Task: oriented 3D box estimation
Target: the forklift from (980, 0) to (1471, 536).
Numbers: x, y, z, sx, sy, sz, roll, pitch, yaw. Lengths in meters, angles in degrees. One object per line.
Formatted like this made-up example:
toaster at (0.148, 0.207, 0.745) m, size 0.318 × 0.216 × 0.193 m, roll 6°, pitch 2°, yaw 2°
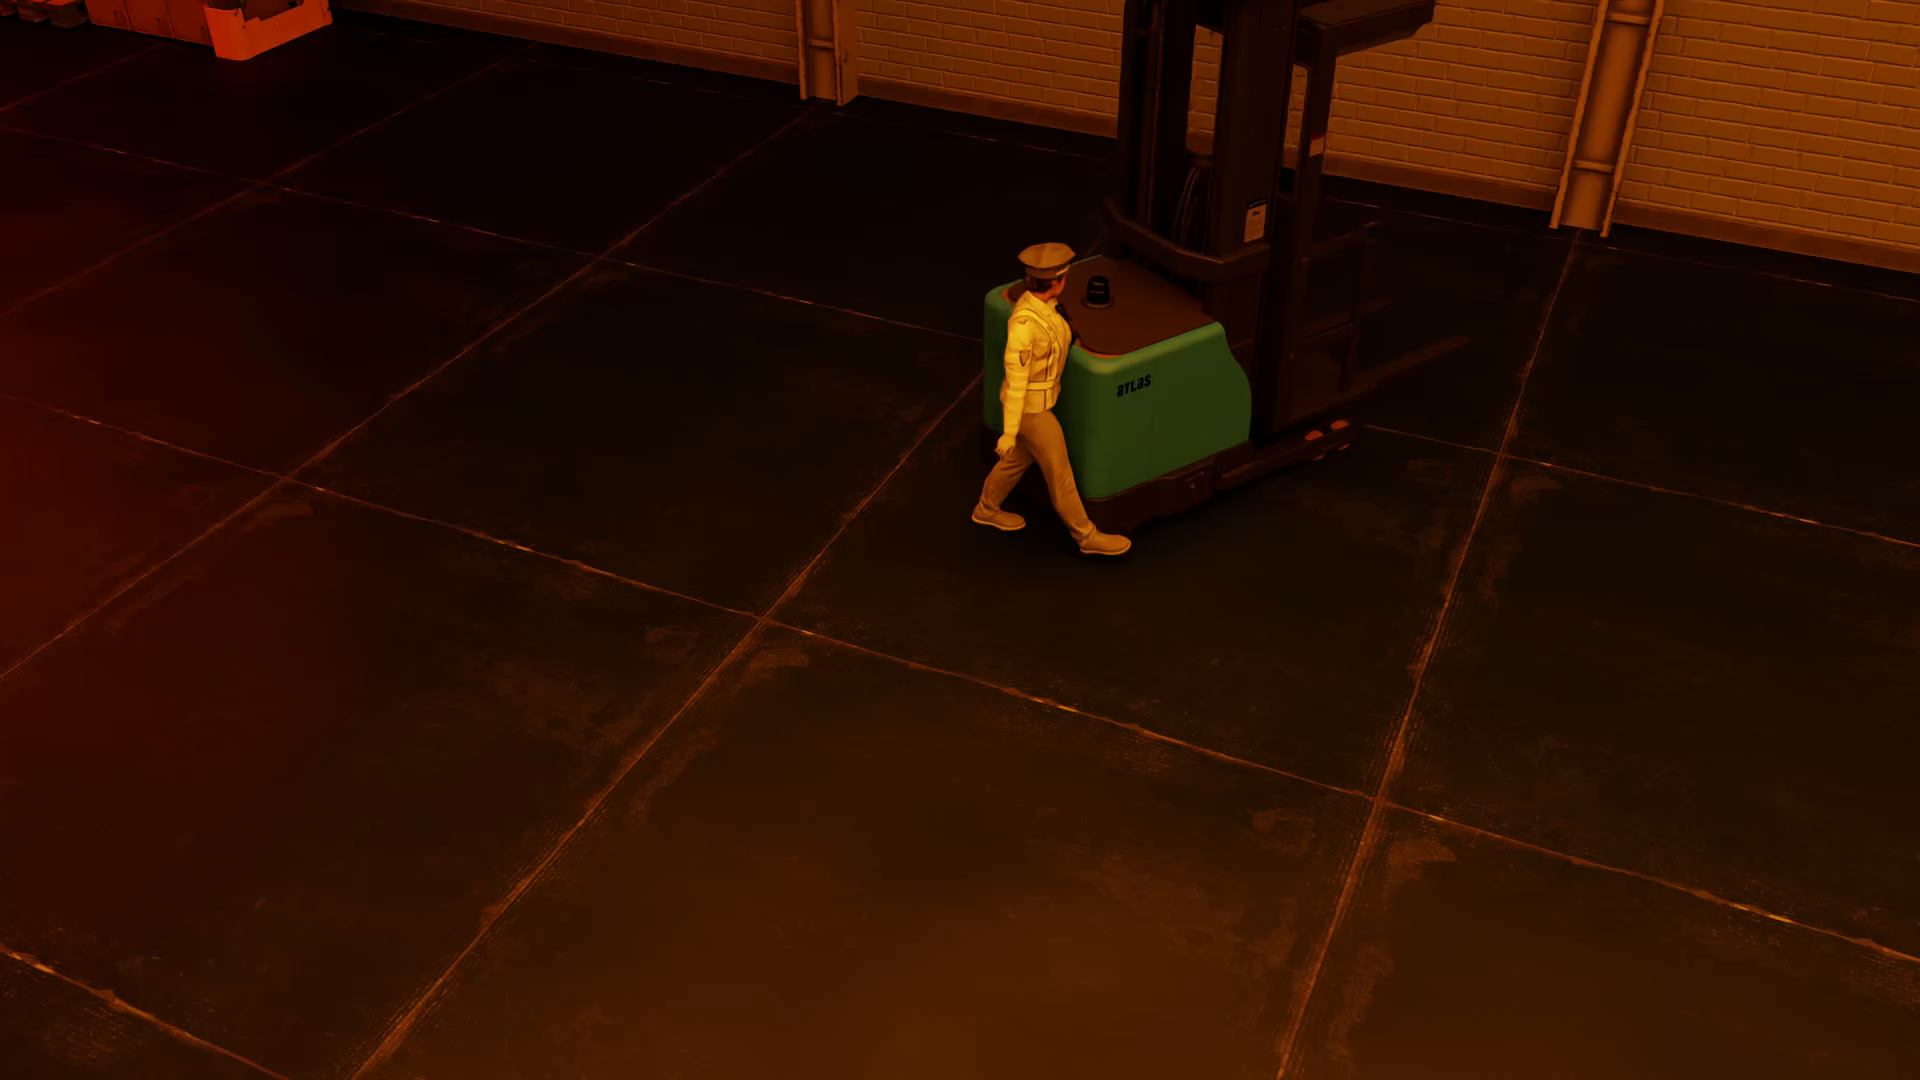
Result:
forklift at (1.611, -1.864, 8.699) m, size 3.031 × 2.935 × 1.130 m, roll -22°, pitch 41°, yaw -28°

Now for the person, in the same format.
person at (0.464, -0.650, 8.131) m, size 0.861 × 1.620 × 0.633 m, roll 7°, pitch 36°, yaw 9°
